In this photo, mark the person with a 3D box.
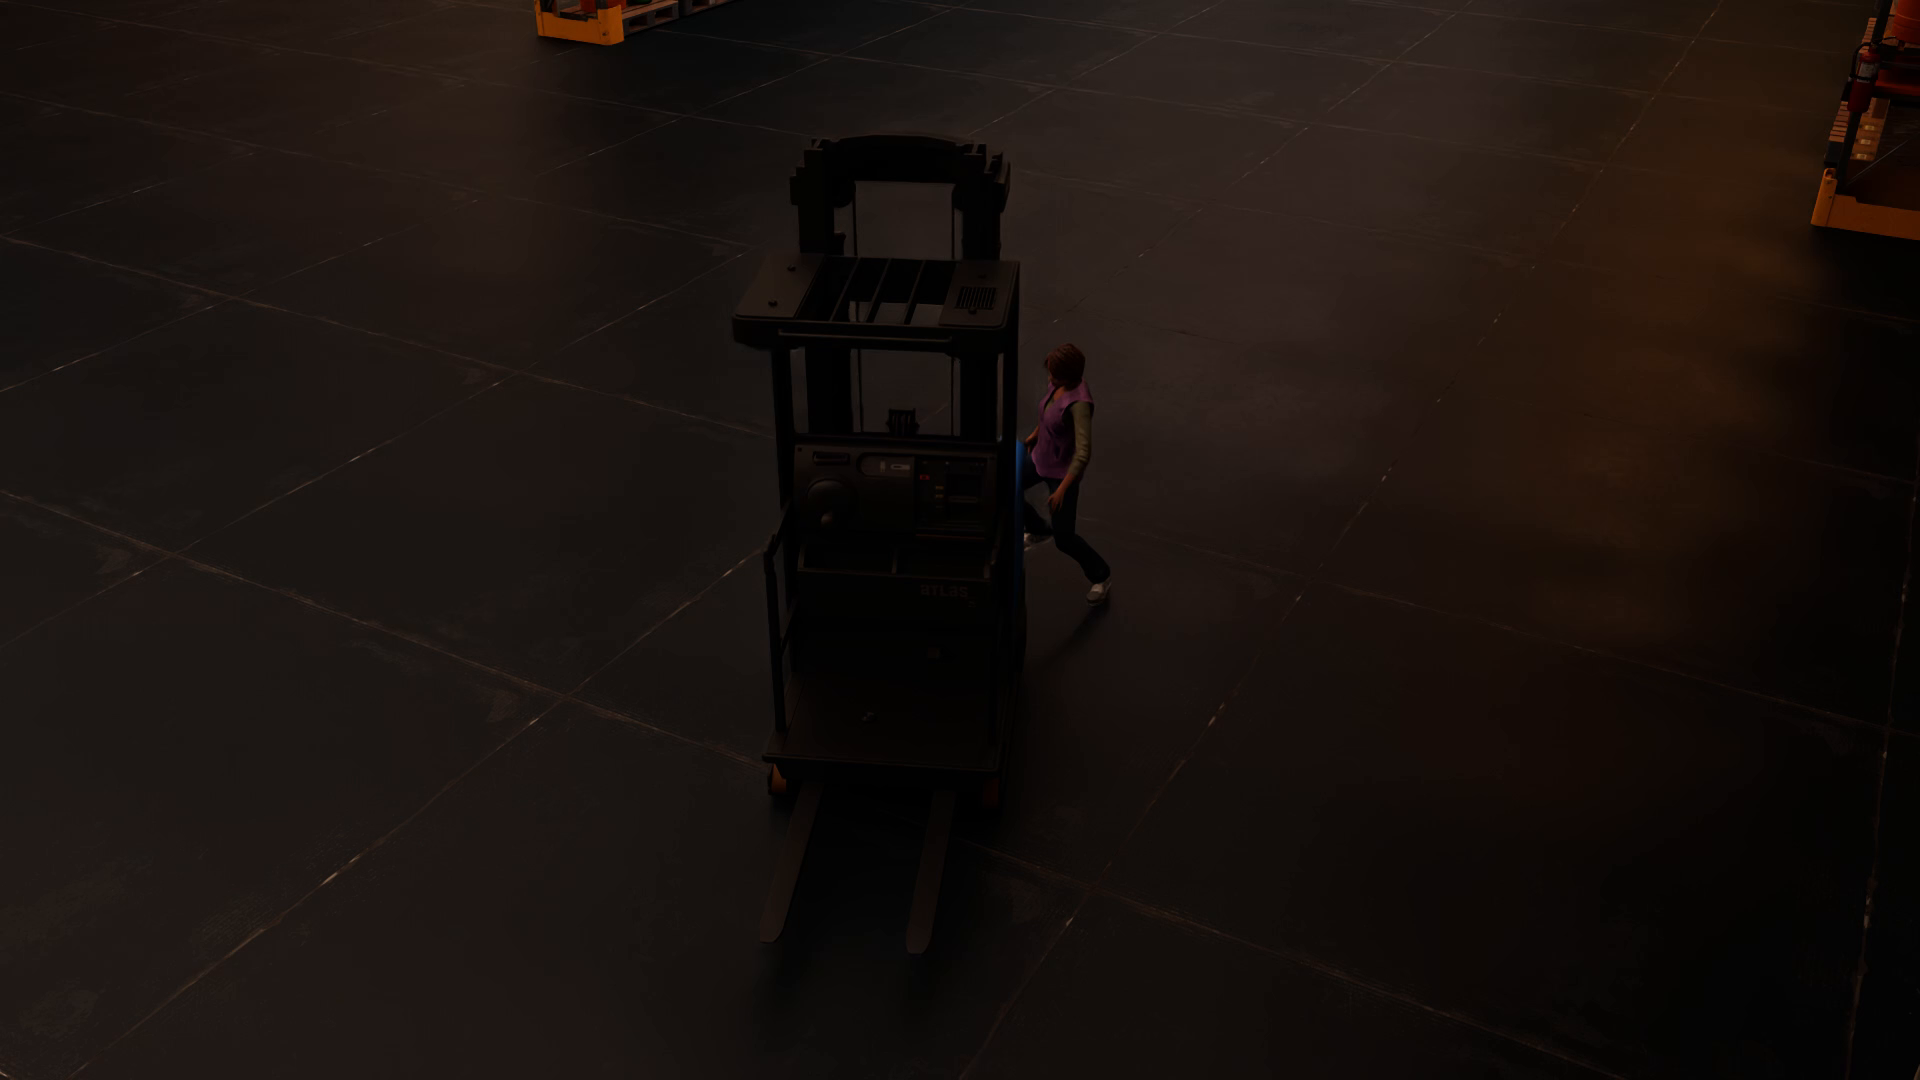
[{"bbox_3d":[0.535,-0.402,9.250,0.580,1.484,0.803,-9,31,-14],"label":"person"}]

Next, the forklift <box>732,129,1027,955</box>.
[{"bbox_3d":[-0.316,-0.183,7.387,1.130,2.935,3.031,3,30,5],"label":"forklift"}]
